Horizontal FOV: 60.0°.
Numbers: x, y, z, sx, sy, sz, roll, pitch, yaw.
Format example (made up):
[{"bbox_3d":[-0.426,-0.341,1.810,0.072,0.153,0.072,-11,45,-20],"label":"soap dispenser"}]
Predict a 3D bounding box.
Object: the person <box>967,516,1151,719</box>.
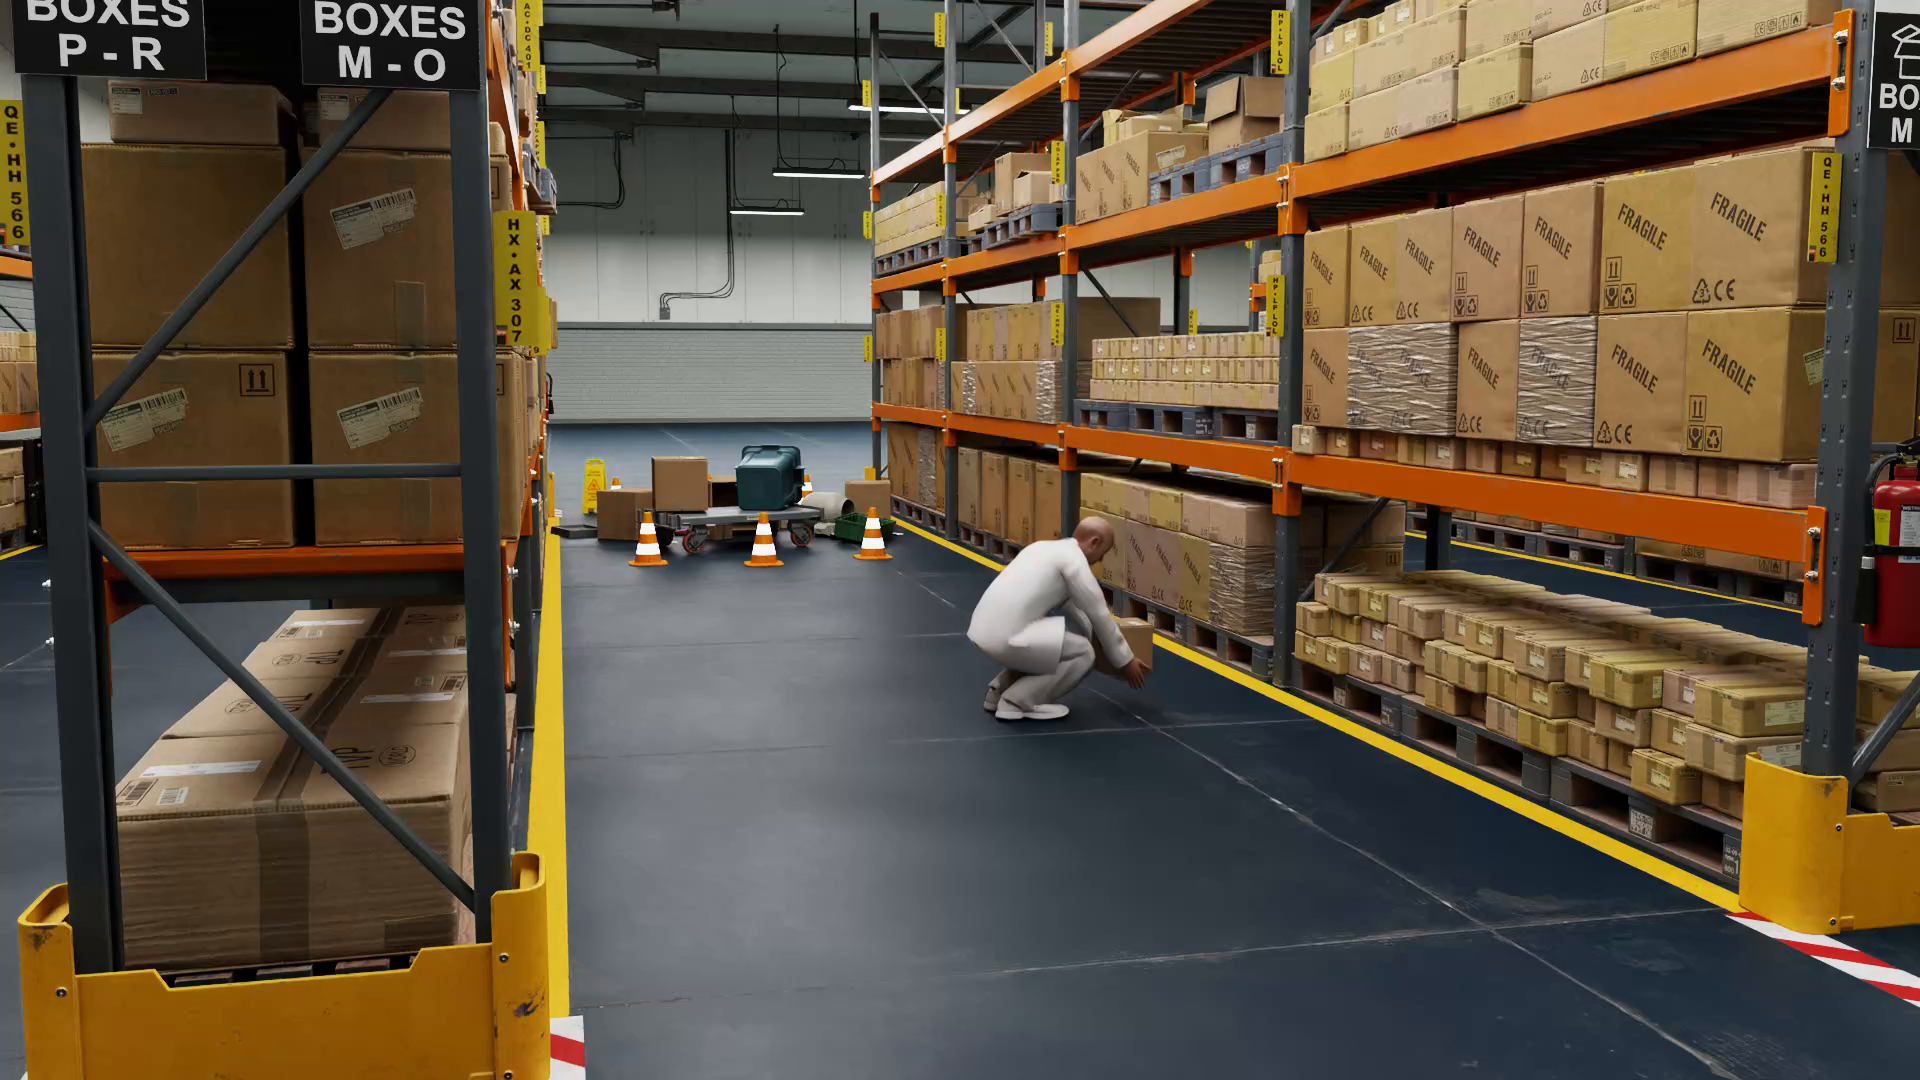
[{"bbox_3d":[0.491,0.386,8.459,0.922,1.001,0.589,-2,6,-14],"label":"person"}]
